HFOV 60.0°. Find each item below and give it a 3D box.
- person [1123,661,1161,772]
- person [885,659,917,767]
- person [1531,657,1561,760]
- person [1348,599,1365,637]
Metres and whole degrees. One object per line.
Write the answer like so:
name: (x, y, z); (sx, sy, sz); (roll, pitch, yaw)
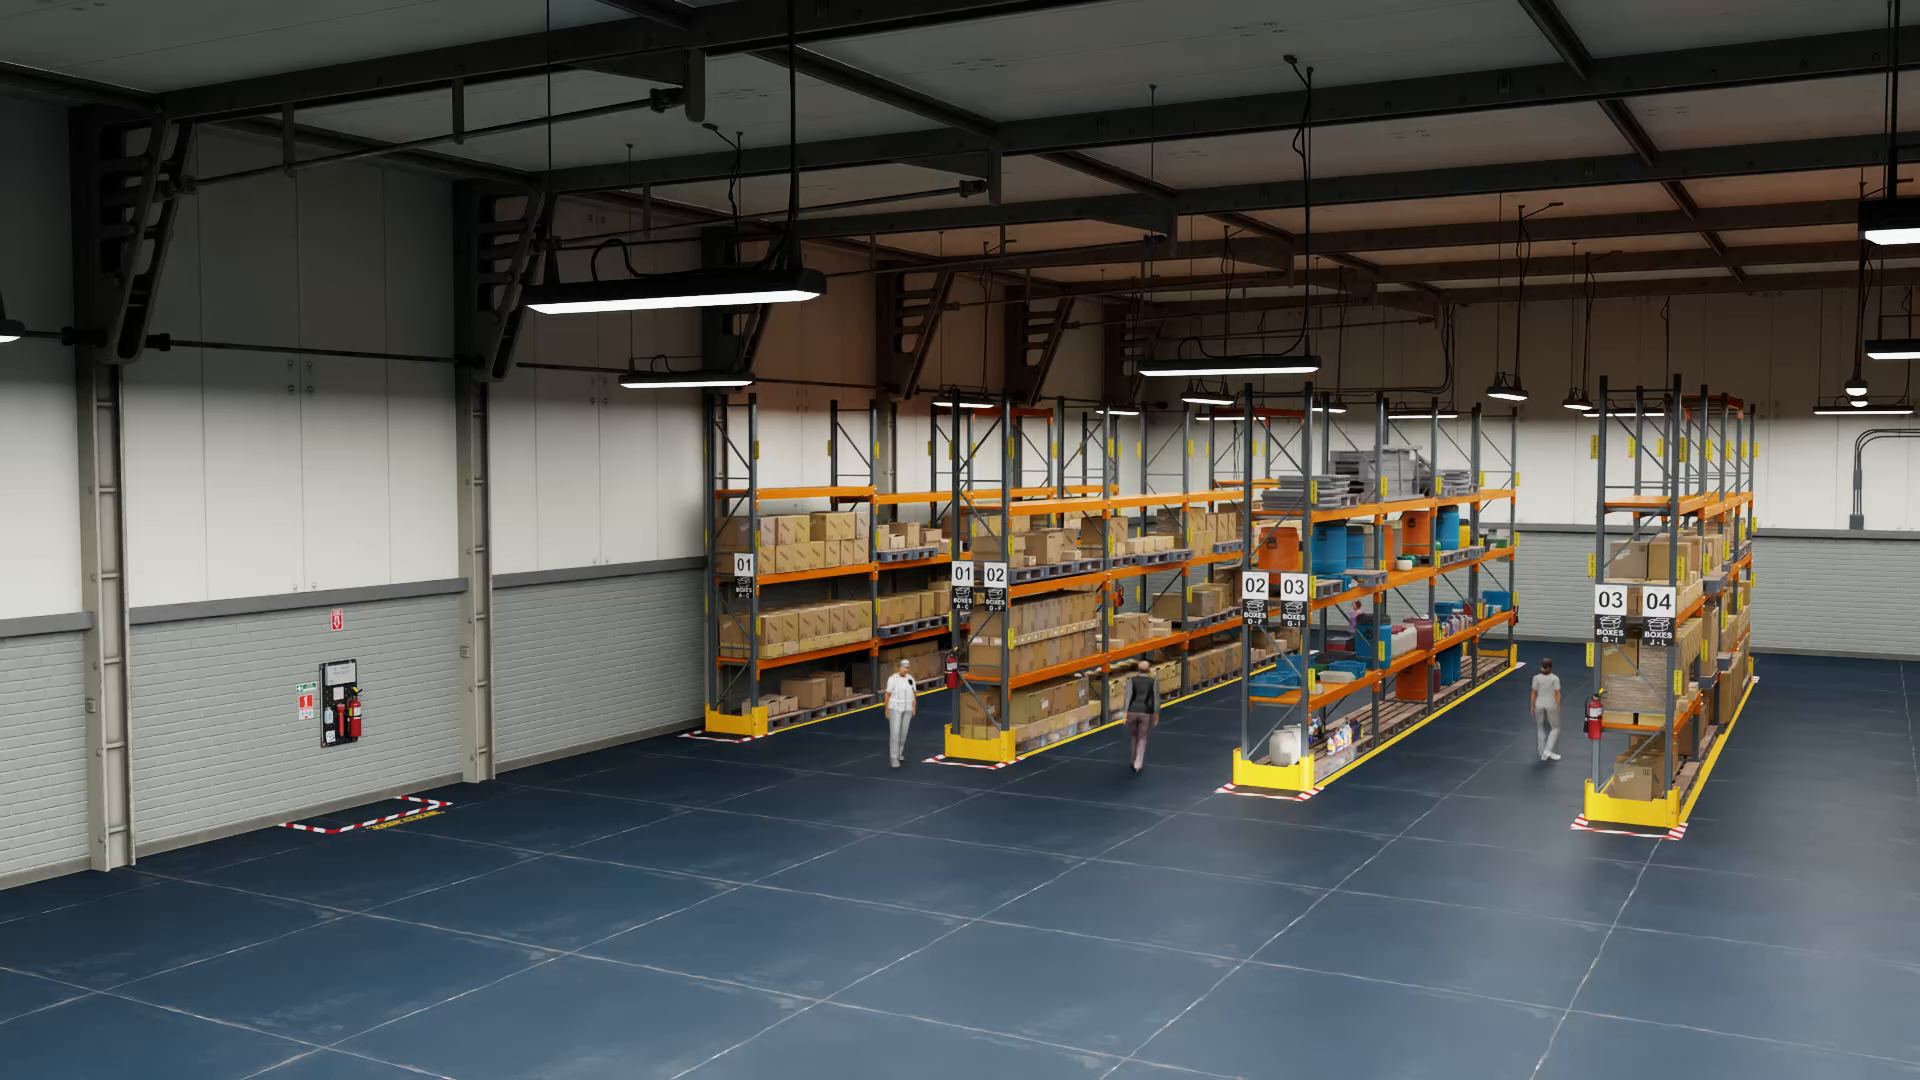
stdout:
person: (2.835, 2.772, 25.899); (0.531, 1.766, 0.613); (1, 3, 22)
person: (-0.942, 2.737, 26.584); (0.549, 1.650, 0.706); (-2, 4, -28)
person: (9.449, 2.726, 26.793); (0.490, 1.668, 0.534); (2, 3, 28)
person: (9.156, 2.134, 38.371); (0.395, 1.539, 0.972); (2, 3, 26)
